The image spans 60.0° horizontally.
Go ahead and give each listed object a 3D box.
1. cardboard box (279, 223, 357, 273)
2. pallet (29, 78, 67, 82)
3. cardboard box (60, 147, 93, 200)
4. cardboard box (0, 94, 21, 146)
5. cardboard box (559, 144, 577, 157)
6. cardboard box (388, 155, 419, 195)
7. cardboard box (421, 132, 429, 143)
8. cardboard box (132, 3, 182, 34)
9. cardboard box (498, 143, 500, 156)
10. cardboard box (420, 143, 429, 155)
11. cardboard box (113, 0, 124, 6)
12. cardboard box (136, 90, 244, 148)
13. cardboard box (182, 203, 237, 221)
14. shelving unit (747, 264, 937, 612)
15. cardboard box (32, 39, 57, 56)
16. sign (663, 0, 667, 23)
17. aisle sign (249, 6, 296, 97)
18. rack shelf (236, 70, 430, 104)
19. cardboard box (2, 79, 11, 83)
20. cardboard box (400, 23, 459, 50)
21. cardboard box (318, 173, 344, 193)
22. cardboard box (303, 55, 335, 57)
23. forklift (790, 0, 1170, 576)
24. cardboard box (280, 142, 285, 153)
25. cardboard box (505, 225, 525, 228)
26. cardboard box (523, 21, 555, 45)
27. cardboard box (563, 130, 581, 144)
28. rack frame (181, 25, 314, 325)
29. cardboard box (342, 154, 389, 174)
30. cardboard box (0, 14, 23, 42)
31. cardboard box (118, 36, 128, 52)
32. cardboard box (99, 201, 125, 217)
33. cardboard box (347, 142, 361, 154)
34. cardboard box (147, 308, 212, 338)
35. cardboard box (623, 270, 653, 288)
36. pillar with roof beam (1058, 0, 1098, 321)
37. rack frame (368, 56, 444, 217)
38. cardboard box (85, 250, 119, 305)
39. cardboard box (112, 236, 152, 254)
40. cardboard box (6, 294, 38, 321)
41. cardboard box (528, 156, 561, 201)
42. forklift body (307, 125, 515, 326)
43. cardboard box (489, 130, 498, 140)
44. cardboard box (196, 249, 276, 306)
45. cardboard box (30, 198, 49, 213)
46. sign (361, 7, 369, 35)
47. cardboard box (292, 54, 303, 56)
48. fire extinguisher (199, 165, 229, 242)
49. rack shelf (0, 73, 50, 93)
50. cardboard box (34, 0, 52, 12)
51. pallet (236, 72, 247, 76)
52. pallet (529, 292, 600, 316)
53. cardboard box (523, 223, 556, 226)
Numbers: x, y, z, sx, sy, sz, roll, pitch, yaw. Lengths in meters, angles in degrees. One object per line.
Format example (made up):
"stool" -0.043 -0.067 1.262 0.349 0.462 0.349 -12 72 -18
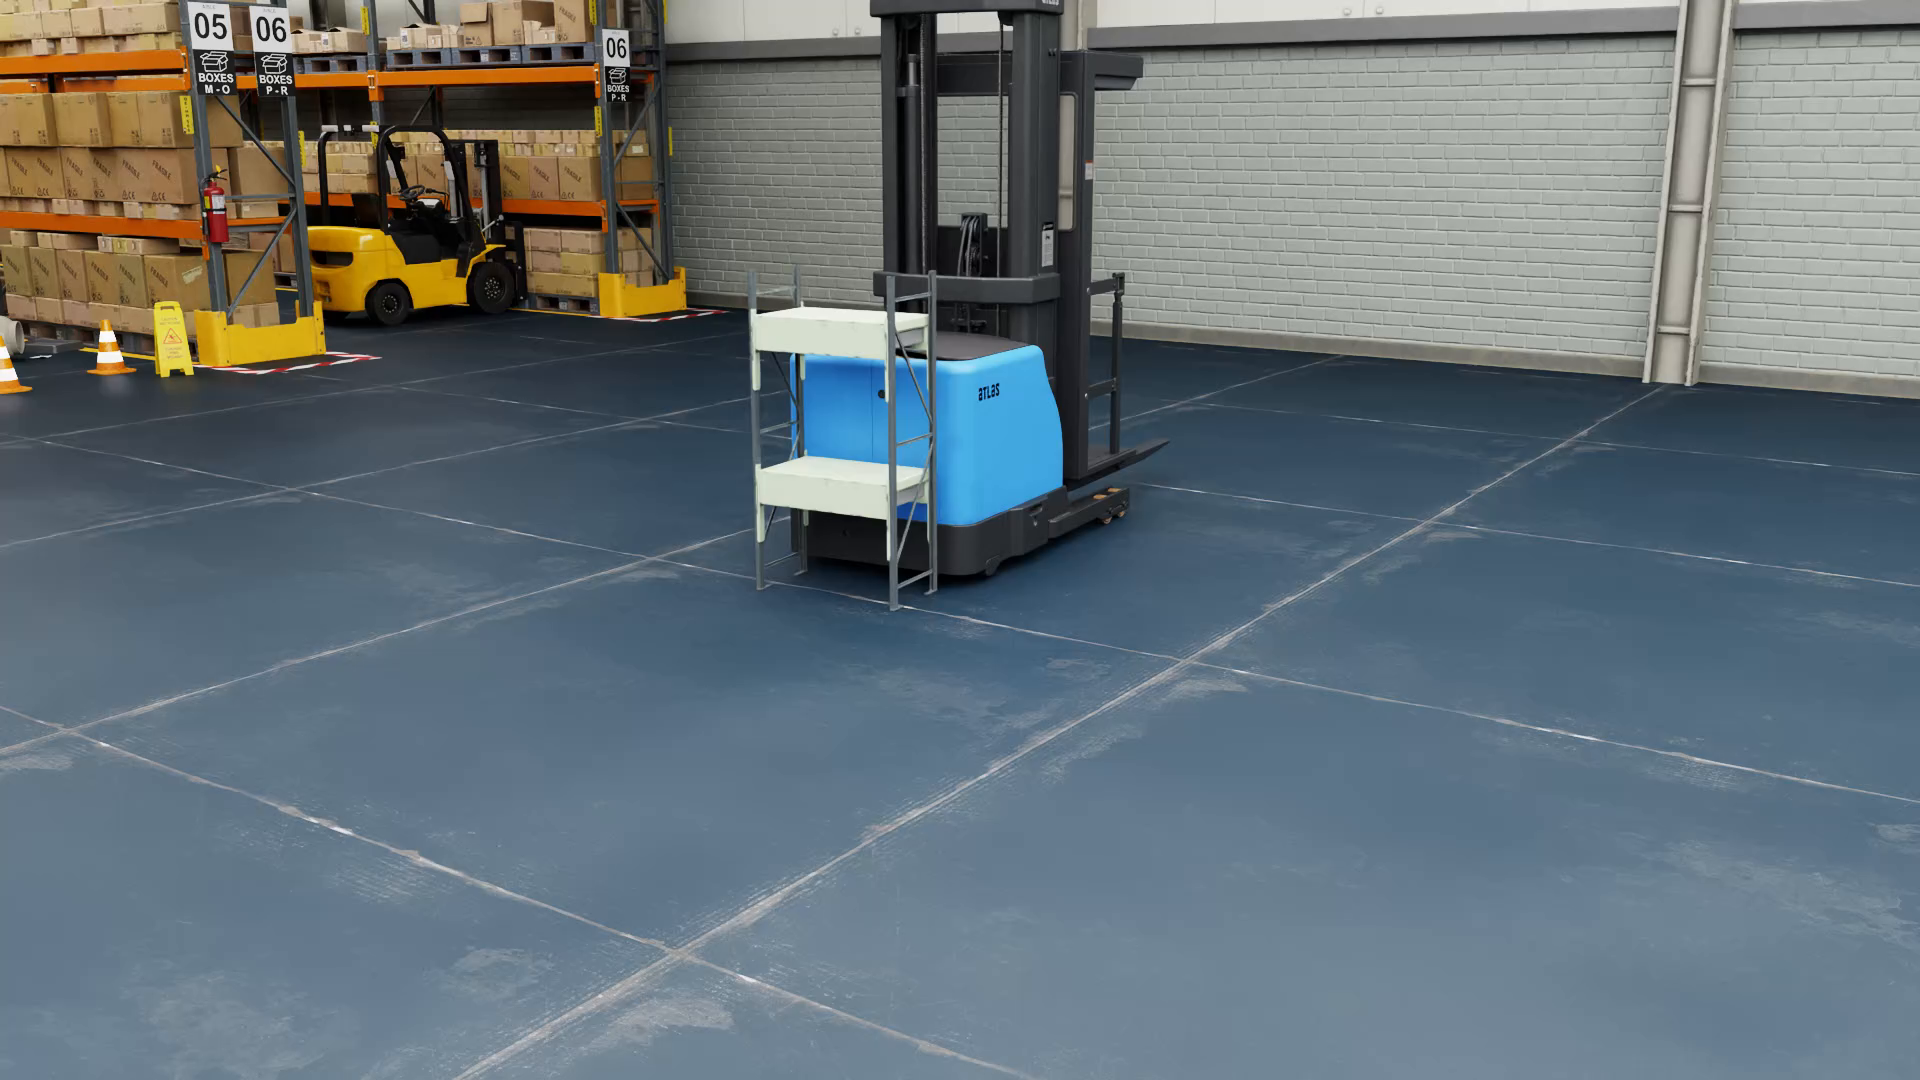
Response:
"cardboard box" -8.786 -4.016 22.870 0.625 0.625 0.875 8 16 31
"pallet" -13.218 -7.027 25.116 1.003 0.211 1.213 9 17 33
"cardboard box" -8.370 -3.582 16.225 0.500 0.500 0.500 9 17 33
"cardboard box" -9.193 -4.204 16.654 0.500 0.500 0.700 9 17 33
"cardboard box" -4.436 -4.537 19.349 0.250 0.149 0.380 9 17 34
"cardboard box" -6.859 -4.628 21.067 0.500 0.500 0.500 9 16 31
"cardboard box" -6.499 -5.047 20.792 0.250 0.149 0.380 9 16 32
"cardboard box" -7.105 -4.707 15.045 0.500 0.250 0.500 9 16 32
"cardboard box" -5.442 -4.727 20.118 0.250 0.149 0.380 9 17 32
"cardboard box" -6.517 -4.895 20.797 0.250 0.149 0.380 9 17 33
"cardboard box" -7.572 -4.989 15.355 0.250 0.149 0.380 9 17 33
"cardboard box" -7.076 -3.867 15.295 0.500 0.500 0.700 9 16 31
"cardboard box" -6.960 -3.050 15.423 0.250 0.149 0.380 10 17 35
"shelving unit" -0.534 -0.488 7.673 0.755 1.500 0.431 7 16 28
"cardboard box" -8.707 -4.754 16.064 0.250 0.149 0.380 9 16 32
"sign" -3.448 -6.183 19.331 0.005 0.325 0.100 9 17 33
"aisle sign" -6.306 -4.479 15.266 0.004 0.787 0.394 9 17 33
"rack shelf" -8.741 -6.066 22.339 4.000 0.370 1.077 9 17 33
"cardboard box" -14.603 -7.158 25.778 0.250 0.149 0.380 10 17 35
"cardboard box" -6.528 -6.196 20.470 0.500 0.311 0.500 10 17 34
"cardboard box" -8.066 -4.700 21.878 0.500 0.250 0.500 9 17 32
"cardboard box" -8.592 -6.552 22.210 0.250 0.166 0.380 9 17 33
"forklift" 0.301 -1.556 9.009 1.130 2.935 3.031 7 16 28
"cardboard box" -8.829 -5.241 22.195 0.250 0.149 0.380 9 16 31
"cardboard box" -5.586 -3.711 20.338 0.500 0.250 0.500 9 16 32
"cardboard box" -4.830 -5.882 19.297 0.258 0.266 0.396 9 17 33
"cardboard box" -4.400 -4.695 19.370 0.250 0.149 0.380 9 17 33
"rack frame" -6.530 -3.164 15.362 0.127 3.000 1.000 9 17 33
"cardboard box" -7.632 -4.875 21.548 0.500 0.250 0.500 9 16 32
"cardboard box" -9.204 -5.047 16.420 0.500 0.250 0.500 9 17 32
"cardboard box" -7.581 -4.607 15.471 0.250 0.149 0.380 9 17 33
"cardboard box" -8.060 -3.207 16.060 0.250 0.149 0.380 9 17 32
"cardboard box" -7.714 -5.087 21.571 0.250 0.149 0.380 9 16 32
"cardboard box" -7.371 -2.091 15.877 0.500 0.250 0.500 9 17 33
"cardboard box" -4.061 -3.128 20.066 0.500 0.250 0.500 9 17 33
"pillar with roof beam" -1.262 -5.676 13.027 0.400 9.000 9.100 9 17 33
"rack frame" -7.082 -4.691 21.530 0.127 3.000 1.000 9 17 33
"cardboard box" -8.190 -2.591 16.335 0.500 0.500 0.500 9 16 32
"cardboard box" -7.889 -2.838 15.982 0.250 0.149 0.380 10 17 34
"cardboard box" -9.510 -2.437 17.272 0.500 0.250 0.500 8 16 30
"cardboard box" -4.743 -4.288 19.694 0.500 0.500 0.500 10 17 35
"forklift body" -6.354 -3.633 19.022 1.214 2.155 2.313 9 17 33
"cardboard box" -5.454 -4.873 20.087 0.250 0.149 0.380 9 17 34
"cardboard box" -7.065 -2.564 16.224 0.500 0.500 0.500 9 16 31
"cardboard box" -9.105 -3.379 16.754 0.250 0.149 0.380 10 17 35
"sign" -7.377 -6.441 20.627 0.005 0.325 0.100 9 17 33
"cardboard box" -8.804 -6.468 21.906 0.250 0.149 0.380 9 16 32
"fire extinguisher" -6.692 -3.019 14.939 0.183 0.674 0.296 9 17 33
"rack shelf" -11.509 -5.076 18.339 4.000 0.370 1.077 9 17 33
"cardboard box" -8.659 -5.151 16.008 0.250 0.149 0.380 9 16 32
"pallet" -9.788 -6.518 23.063 1.003 0.211 1.213 10 17 35
"pallet" -4.421 -2.895 20.078 1.213 0.211 1.003 9 17 33
"cardboard box" -5.303 -3.817 20.766 0.500 0.250 0.500 9 16 32
